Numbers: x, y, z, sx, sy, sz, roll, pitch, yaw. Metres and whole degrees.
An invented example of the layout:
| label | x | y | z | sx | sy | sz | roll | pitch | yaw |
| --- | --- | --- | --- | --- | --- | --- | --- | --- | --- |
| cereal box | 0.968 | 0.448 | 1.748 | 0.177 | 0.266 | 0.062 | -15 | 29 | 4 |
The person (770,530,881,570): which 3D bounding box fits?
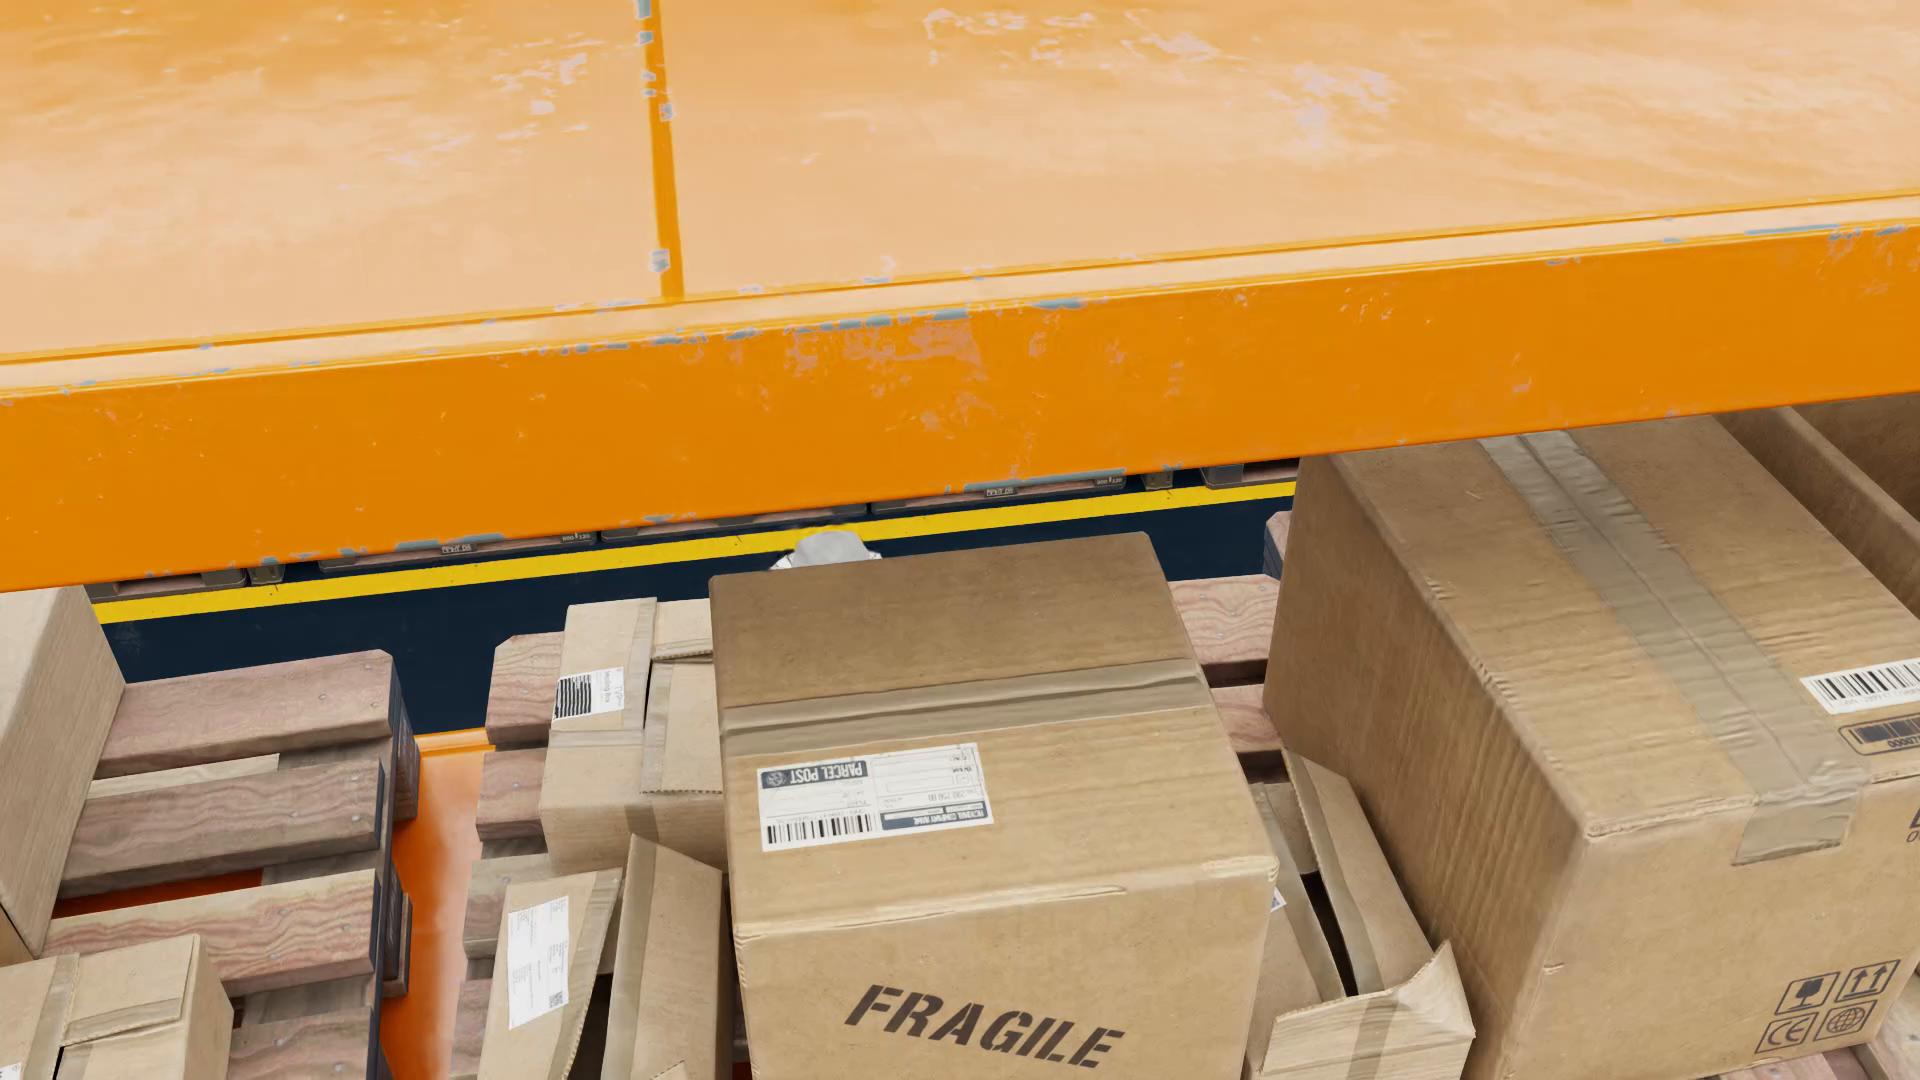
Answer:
| label | x | y | z | sx | sy | sz | roll | pitch | yaw |
| --- | --- | --- | --- | --- | --- | --- | --- | --- | --- |
| person | -0.426 | 0.496 | 5.694 | 0.490 | 1.481 | 0.628 | -5 | 39 | -6 |
